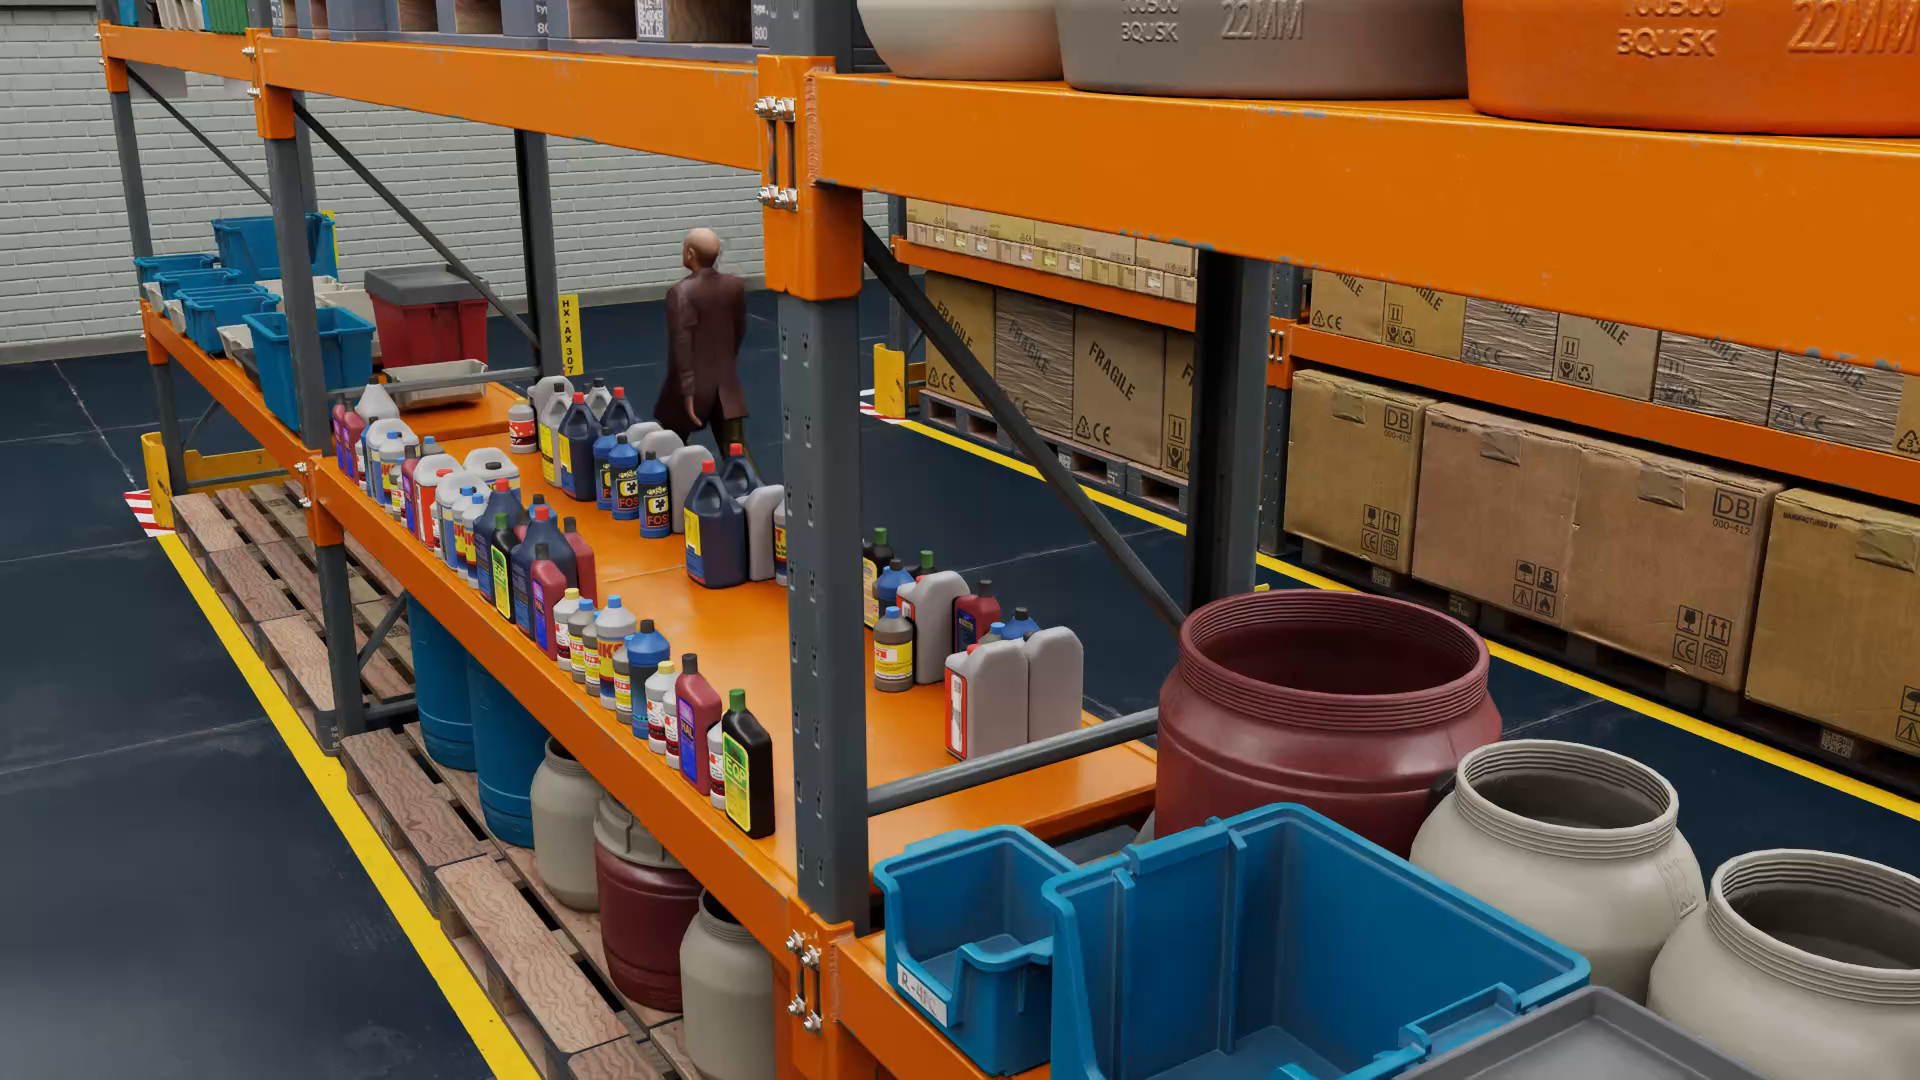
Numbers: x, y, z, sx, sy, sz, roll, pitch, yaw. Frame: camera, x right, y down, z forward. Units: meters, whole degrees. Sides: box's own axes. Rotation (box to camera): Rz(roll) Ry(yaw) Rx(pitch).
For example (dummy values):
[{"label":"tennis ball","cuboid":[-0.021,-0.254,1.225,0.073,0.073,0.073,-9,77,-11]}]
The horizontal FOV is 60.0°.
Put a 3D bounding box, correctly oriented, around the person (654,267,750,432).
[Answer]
[{"label":"person","cuboid":[-1.447,-1.074,9.312,0.565,0.939,0.504,-14,23,-37]}]
